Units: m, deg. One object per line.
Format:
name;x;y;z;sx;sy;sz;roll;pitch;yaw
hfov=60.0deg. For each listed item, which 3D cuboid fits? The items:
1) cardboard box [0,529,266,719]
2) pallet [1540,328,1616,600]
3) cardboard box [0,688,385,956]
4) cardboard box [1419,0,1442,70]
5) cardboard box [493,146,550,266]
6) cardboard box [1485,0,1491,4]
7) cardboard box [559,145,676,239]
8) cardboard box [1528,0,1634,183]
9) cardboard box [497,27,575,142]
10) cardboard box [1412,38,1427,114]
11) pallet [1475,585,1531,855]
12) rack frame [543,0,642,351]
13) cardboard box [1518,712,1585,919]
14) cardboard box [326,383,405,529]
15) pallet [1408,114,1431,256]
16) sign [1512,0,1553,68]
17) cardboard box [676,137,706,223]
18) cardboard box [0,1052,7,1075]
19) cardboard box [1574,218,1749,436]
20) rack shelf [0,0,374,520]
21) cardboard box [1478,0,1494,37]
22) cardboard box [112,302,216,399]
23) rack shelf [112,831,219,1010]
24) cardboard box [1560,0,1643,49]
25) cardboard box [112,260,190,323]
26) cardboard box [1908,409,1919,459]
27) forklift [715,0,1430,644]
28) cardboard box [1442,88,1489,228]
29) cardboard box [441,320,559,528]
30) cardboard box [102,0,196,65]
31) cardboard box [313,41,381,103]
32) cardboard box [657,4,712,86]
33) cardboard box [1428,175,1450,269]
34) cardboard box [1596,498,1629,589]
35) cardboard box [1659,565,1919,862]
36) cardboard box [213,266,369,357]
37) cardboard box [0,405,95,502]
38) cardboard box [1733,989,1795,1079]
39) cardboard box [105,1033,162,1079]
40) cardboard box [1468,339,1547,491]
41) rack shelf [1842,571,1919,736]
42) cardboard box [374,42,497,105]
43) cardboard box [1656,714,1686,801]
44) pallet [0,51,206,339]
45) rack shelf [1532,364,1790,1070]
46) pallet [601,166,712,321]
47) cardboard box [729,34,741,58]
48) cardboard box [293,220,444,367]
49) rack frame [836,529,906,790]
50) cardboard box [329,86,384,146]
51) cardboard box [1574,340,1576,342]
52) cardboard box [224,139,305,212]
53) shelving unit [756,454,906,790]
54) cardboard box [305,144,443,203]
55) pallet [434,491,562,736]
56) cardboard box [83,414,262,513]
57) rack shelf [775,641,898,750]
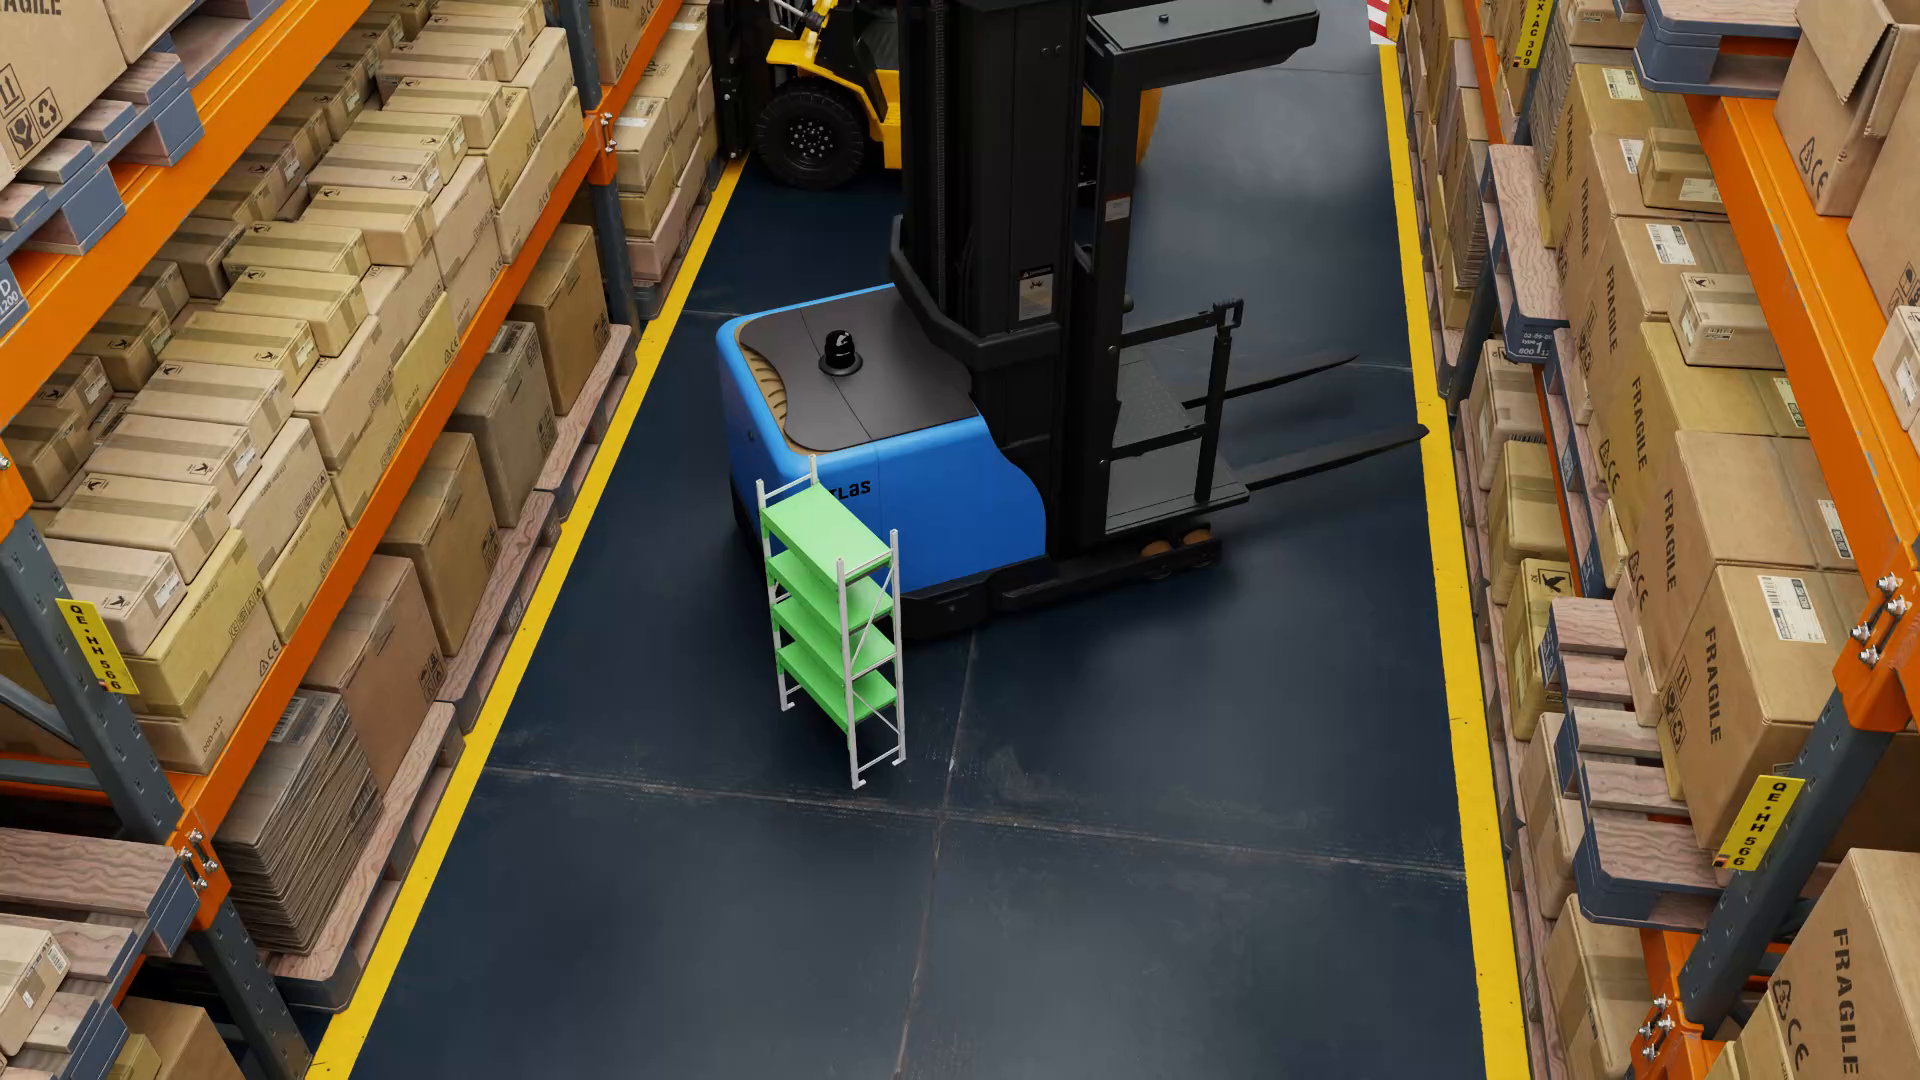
cardboard box;-2.304;0.205;4.619;0.500;0.250;0.500;5;44;5
pallet;2.512;-0.224;5.467;1.003;0.211;1.213;5;44;6
cardboard box;-2.534;0.896;5.566;0.875;0.625;0.625;7;44;7
cardboard box;2.900;-2.922;9.326;0.500;0.500;0.500;4;44;4
cardboard box;-1.969;-1.351;6.626;0.500;0.250;0.500;5;44;5
cardboard box;2.757;-2.842;7.803;0.500;0.500;0.500;6;44;7
cardboard box;-1.731;-1.753;8.273;0.500;0.250;0.500;5;44;5
cardboard box;2.473;-1.671;6.260;0.500;0.500;0.500;6;44;7
cardboard box;-1.913;-1.885;6.827;0.500;0.250;0.500;4;44;5
cardboard box;2.893;-2.676;9.611;0.500;0.250;0.500;7;44;7
pallet;2.559;0.710;6.369;1.003;0.211;1.213;5;44;6
rack frame;-2.101;-2.116;7.325;1.000;3.000;0.127;5;44;6
cardboard box;2.465;0.973;5.669;0.950;0.372;0.625;4;44;5
cardboard box;-2.196;-0.310;5.526;0.500;0.250;0.500;4;44;4
pallet;3.032;-1.949;9.177;1.003;0.211;1.213;5;44;6
sign;2.281;-2.026;6.600;0.100;0.325;0.005;5;44;6
cardboard box;-1.657;-1.917;8.809;0.500;0.250;0.500;4;44;5
cardboard box;-2.449;1.261;3.563;0.500;0.250;0.500;3;44;4
cardboard box;2.271;-0.642;5.174;0.500;0.500;0.500;4;44;4
rack shelf;-2.365;-1.581;5.102;1.077;0.370;4.000;5;44;6
cardboard box;2.691;-2.515;7.930;0.380;0.149;0.250;5;44;5
cardboard box;-2.711;-0.538;5.404;0.500;0.250;0.500;5;44;5
rack shelf;-2.894;2.235;3.254;1.077;0.370;4.000;5;44;6
cardboard box;2.407;-1.911;6.043;0.380;0.149;0.250;5;44;5
cardboard box;-2.744;-0.783;5.373;0.380;0.149;0.250;5;44;5
cardboard box;2.124;-0.173;3.274;0.380;0.149;0.250;5;44;6
forklift;0.580;-1.221;6.430;3.031;2.935;1.130;-15;45;-15
cardboard box;2.697;-1.868;8.212;0.500;0.500;0.500;6;44;6
cardboard box;-2.269;-0.521;7.063;0.875;0.625;0.625;5;44;5
cardboard box;-2.325;-1.529;4.072;0.700;0.500;0.500;4;44;5
cardboard box;-2.481;-1.819;6.467;0.380;0.149;0.250;5;44;5
cardboard box;-1.594;-2.622;8.827;0.500;0.250;0.500;7;44;7
cardboard box;2.692;-1.612;8.488;0.500;0.250;0.500;4;44;4
cardboard box;2.117;0.028;4.938;0.380;0.149;0.250;6;44;6
cardboard box;2.075;0.427;4.045;0.500;0.500;0.500;4;44;4
cardboard box;-2.136;-0.733;5.320;0.380;0.149;0.250;6;44;6
cardboard box;-2.769;-0.261;4.822;0.380;0.149;0.250;5;44;5
cardboard box;1.979;1.255;3.511;0.500;0.250;0.500;5;44;5
cardboard box;-2.444;1.489;4.558;0.380;0.149;0.250;3;44;3
cardboard box;2.753;-0.508;7.233;0.950;0.372;0.625;6;44;6
rack shelf;2.026;1.594;1.749;1.077;0.370;4.000;5;44;6
cardboard box;-2.027;-1.795;6.442;0.380;0.149;0.250;5;44;5
cardboard box;2.065;0.564;4.373;0.380;0.149;0.250;6;44;6
pallet;-2.629;-0.881;3.977;1.213;0.211;1.003;7;44;7
rack shelf;2.555;-0.043;5.659;1.077;0.370;4.000;5;44;6
pallet;-1.954;-1.641;8.852;1.003;0.211;1.213;5;44;6
cardboard box;-1.521;-2.782;9.360;0.500;0.250;0.500;5;44;5
cardboard box;-2.132;-0.844;5.727;0.500;0.250;0.500;6;44;6
rack frame;-0.308;0.453;5.921;0.240;1.200;0.015;-28;50;-26
cardboard box;-2.499;-1.579;6.503;0.500;0.250;0.500;5;44;5
cardboard box;2.320;-0.671;5.677;0.380;0.149;0.250;6;44;6
cardboard box;-2.581;-1.304;5.923;0.380;0.149;0.250;5;44;5
shelving unit;-0.457;0.320;6.062;0.258;1.200;0.503;-28;50;-26
cardboard box;-2.066;-1.261;5.878;0.380;0.149;0.250;6;44;6
pallet;-2.319;0.236;6.869;1.003;0.211;1.213;5;44;6
cardboard box;-2.253;-0.212;4.769;0.380;0.149;0.250;6;44;7
rack shelf;-0.457;0.540;6.271;0.258;0.148;0.480;-28;50;-26
